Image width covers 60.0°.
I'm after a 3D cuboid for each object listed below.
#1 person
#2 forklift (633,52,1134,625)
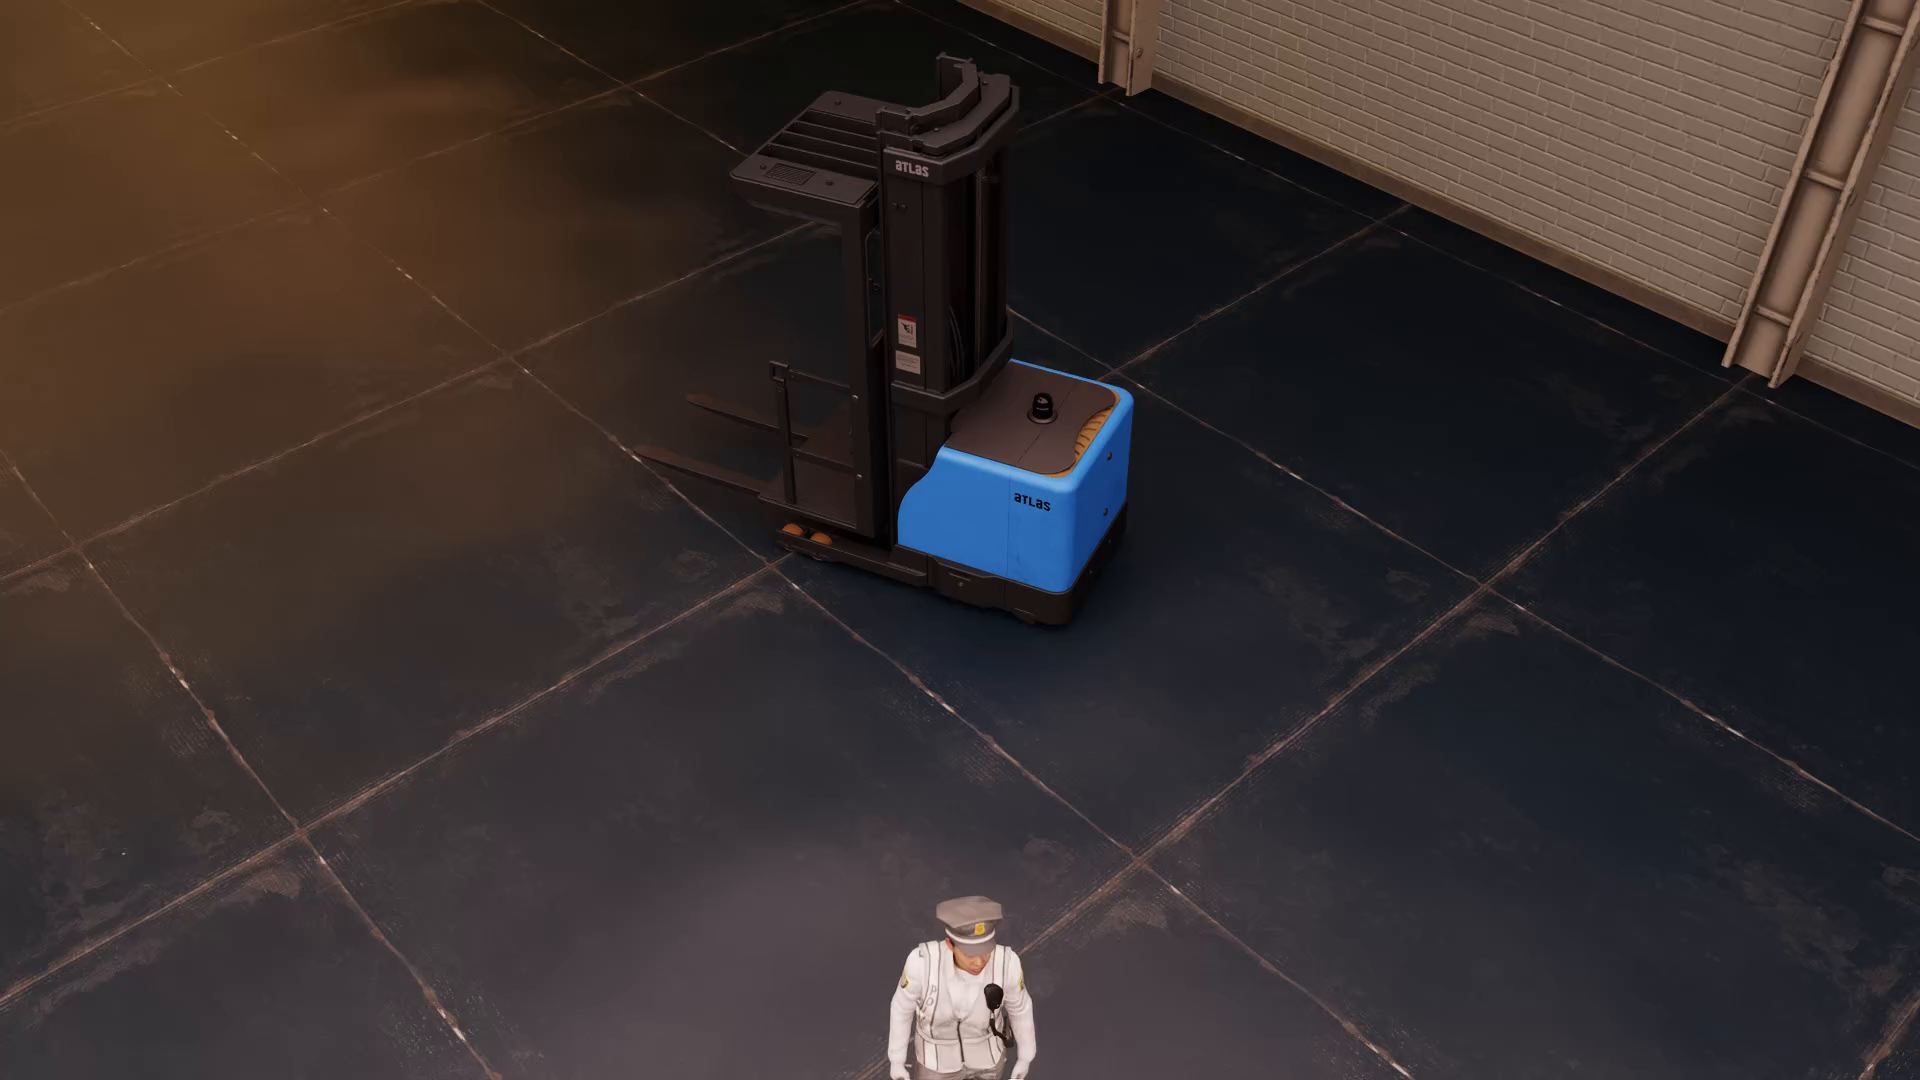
[{"bbox_3d":[0.008,2.050,6.470,0.587,1.694,0.530,-3,41,-4],"label":"person"},{"bbox_3d":[-0.550,-1.280,9.391,3.031,2.935,1.130,17,44,19],"label":"forklift"}]
